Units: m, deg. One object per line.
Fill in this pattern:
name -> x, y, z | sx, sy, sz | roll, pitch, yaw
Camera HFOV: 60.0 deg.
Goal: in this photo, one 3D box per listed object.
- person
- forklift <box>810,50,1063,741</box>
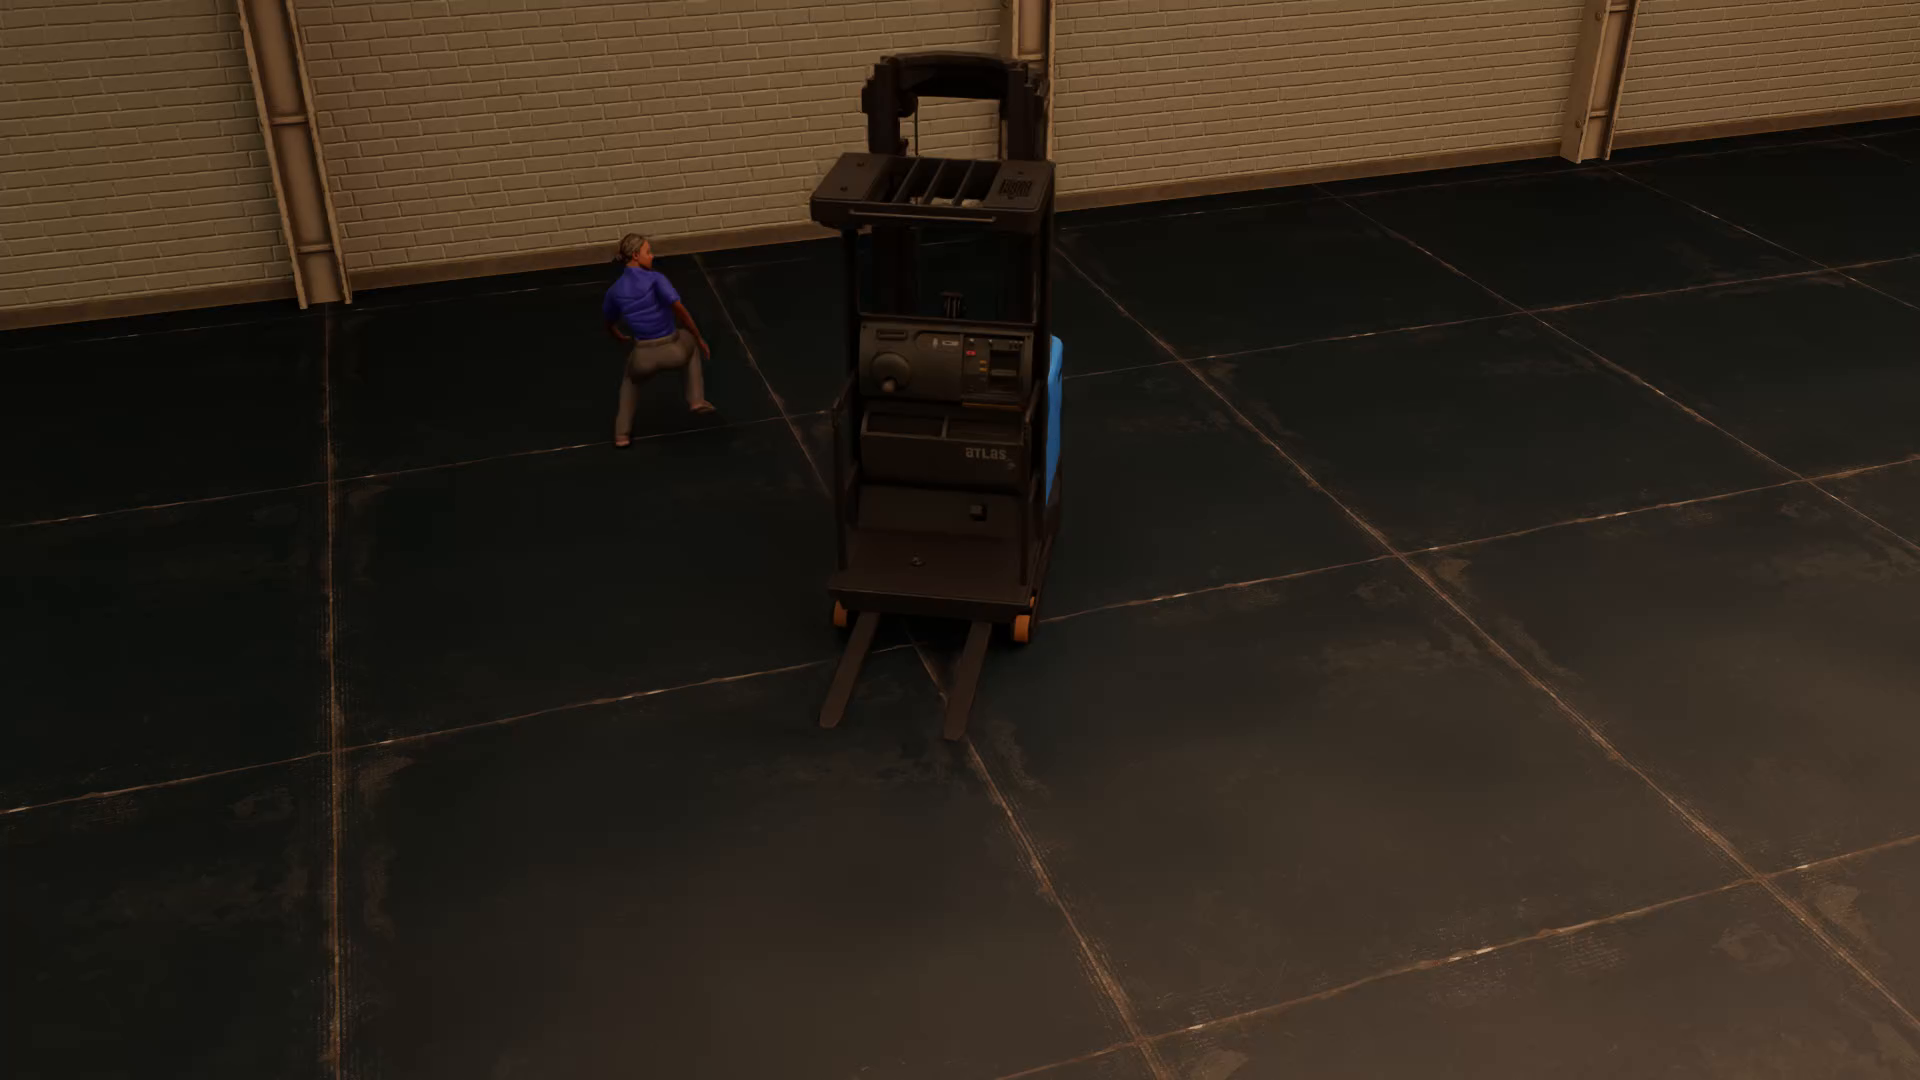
person -> -1.984, -1.318, 10.945 | 0.722, 1.432, 0.626 | 0, 30, -1
forklift -> -0.107, -0.895, 8.643 | 1.130, 2.935, 3.031 | 5, 30, 8
